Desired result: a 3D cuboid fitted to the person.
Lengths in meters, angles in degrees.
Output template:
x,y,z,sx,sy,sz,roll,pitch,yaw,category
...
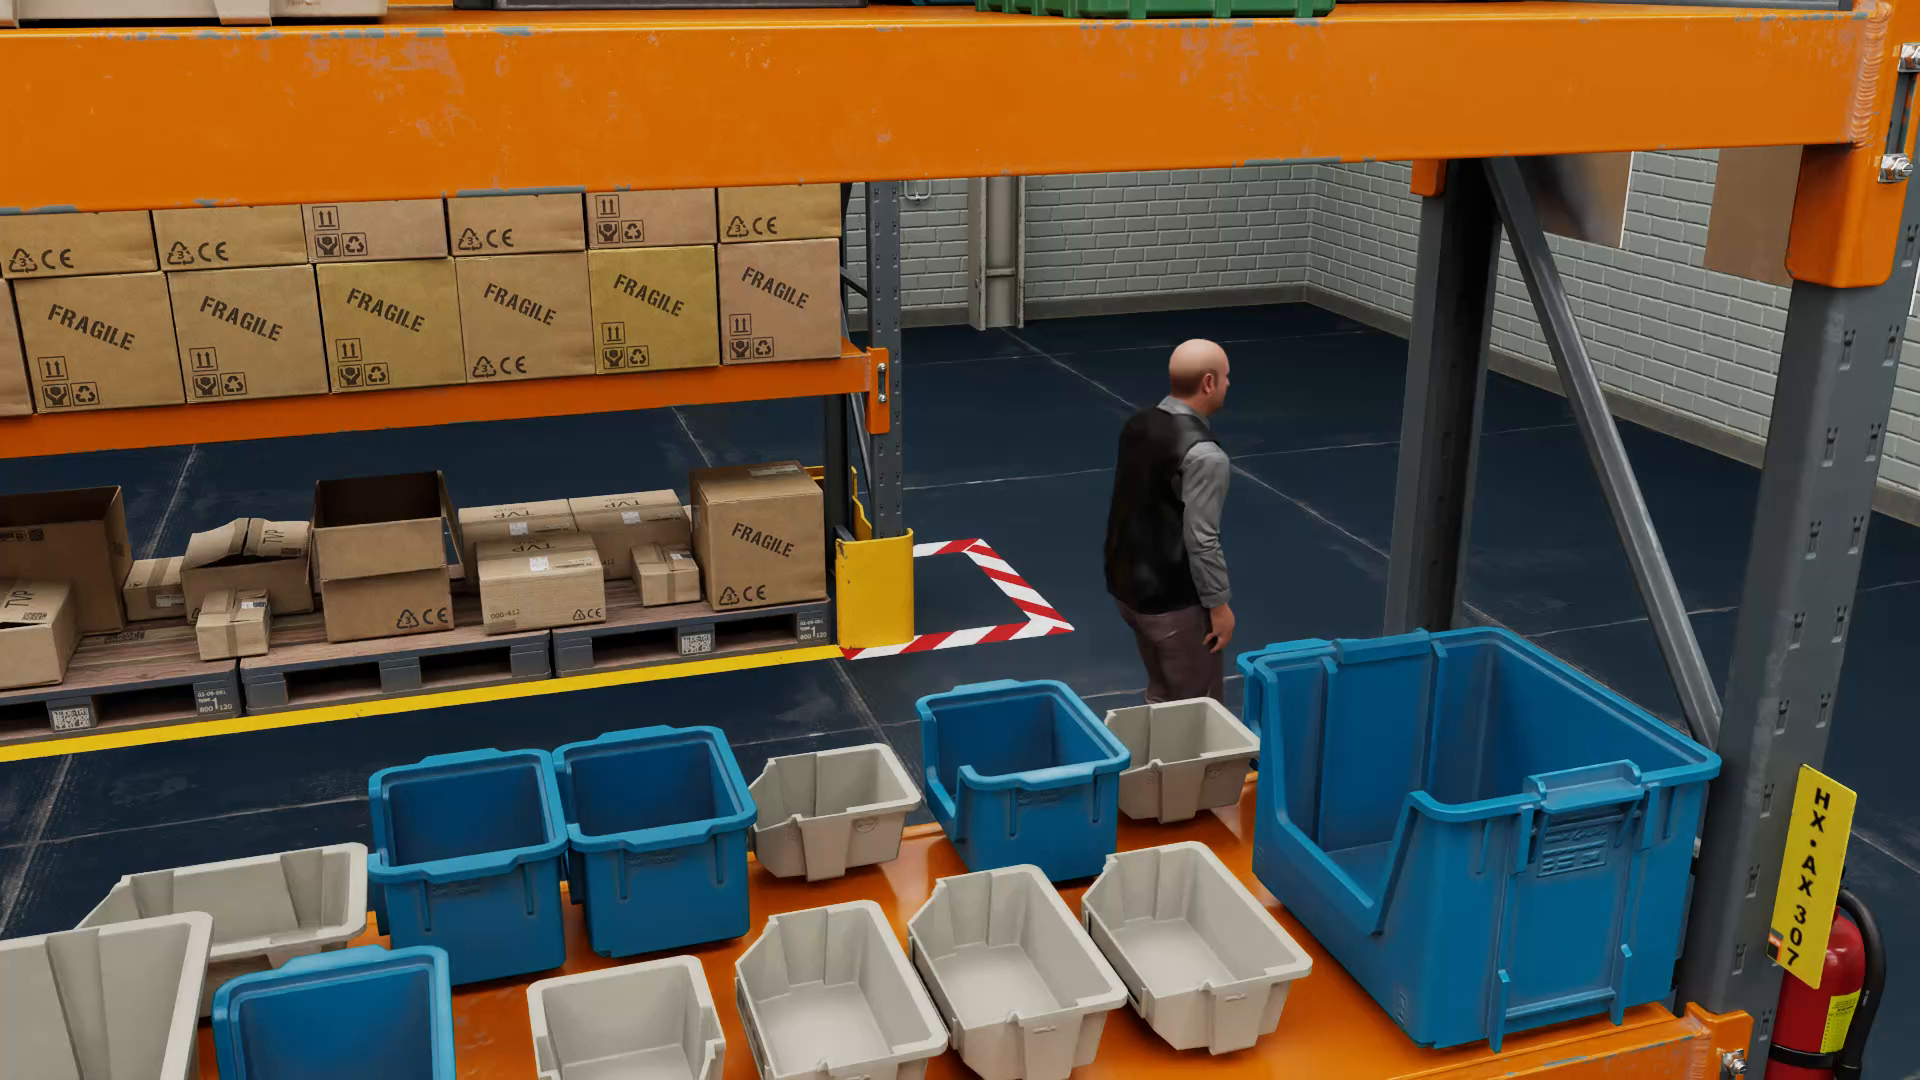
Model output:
x,y,z,sx,sy,sz,roll,pitch,yaw,category
0.727,0.181,5.580,0.474,1.720,0.572,-7,20,-19,person
